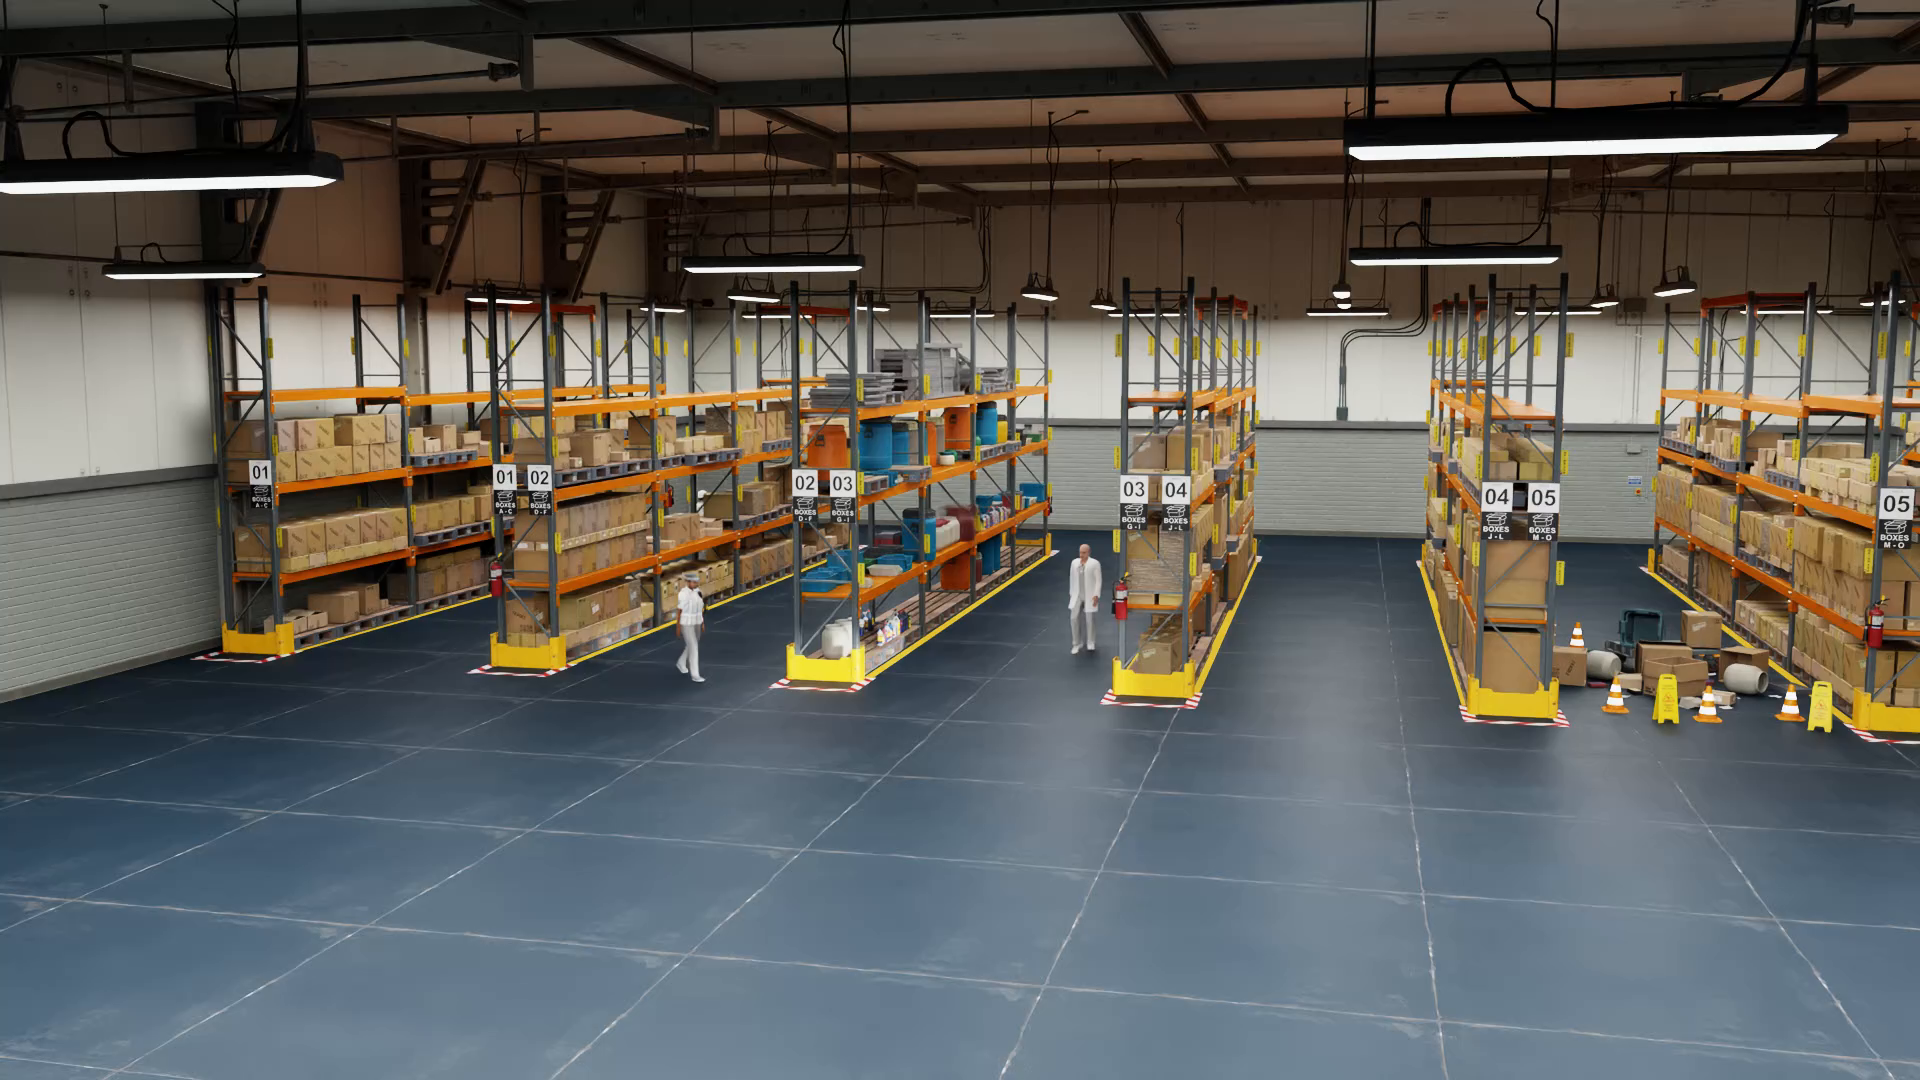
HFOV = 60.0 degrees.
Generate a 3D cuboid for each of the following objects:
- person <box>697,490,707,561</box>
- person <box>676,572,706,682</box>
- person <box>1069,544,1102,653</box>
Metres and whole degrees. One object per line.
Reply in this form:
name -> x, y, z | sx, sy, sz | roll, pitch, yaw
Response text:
person -> -5.924, -0.261, 38.235 | 0.570, 1.773, 0.502 | 5, 8, 39
person -> -4.119, 1.291, 25.314 | 0.854, 1.622, 0.474 | 4, 8, 33
person -> 2.075, 1.079, 27.566 | 0.619, 1.652, 0.570 | 3, 7, 27
